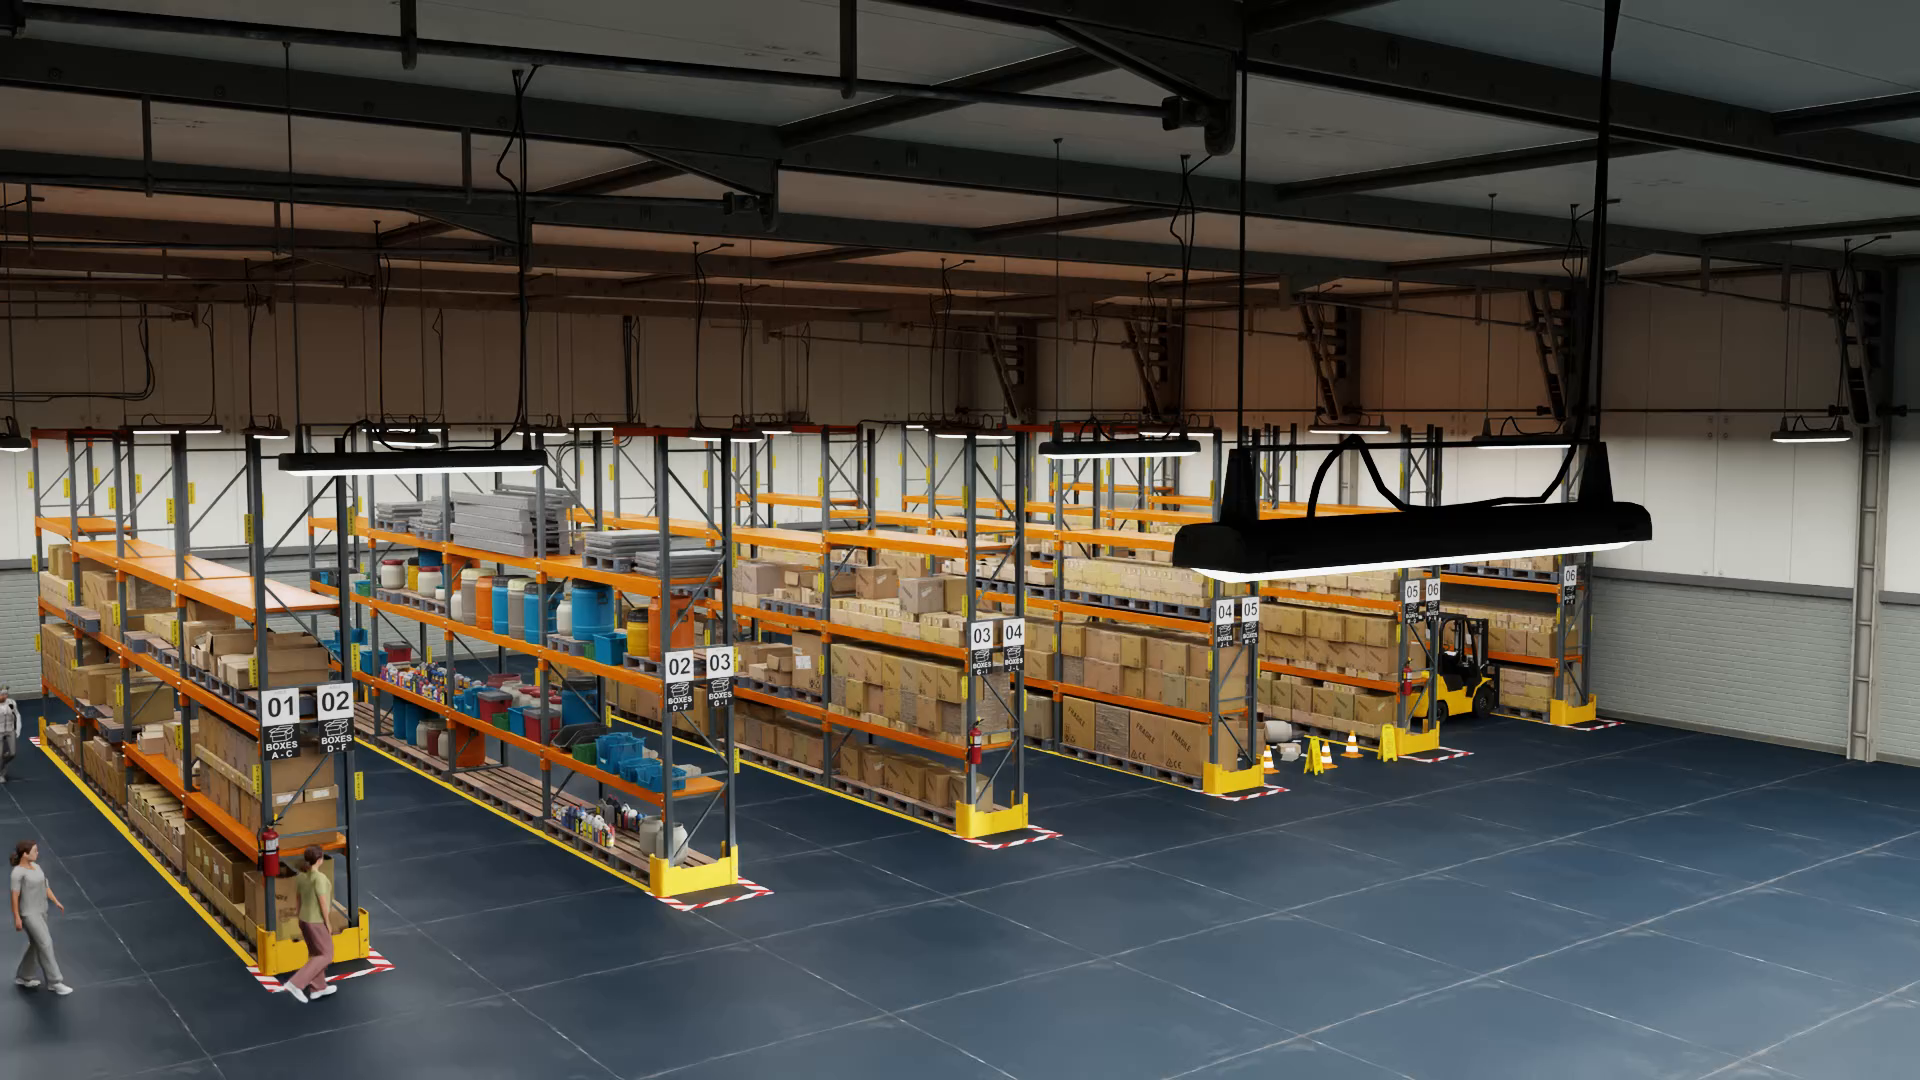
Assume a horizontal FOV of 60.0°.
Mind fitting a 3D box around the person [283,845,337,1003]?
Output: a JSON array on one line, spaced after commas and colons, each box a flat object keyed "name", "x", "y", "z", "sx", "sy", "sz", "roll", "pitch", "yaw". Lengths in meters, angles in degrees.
[{"name": "person", "x": -6.932, "y": 4.092, "z": 17.695, "sx": 0.469, "sy": 1.663, "sz": 0.679, "roll": 3, "pitch": 6, "yaw": 37}]

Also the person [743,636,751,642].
[{"name": "person", "x": -4.227, "y": 2.819, "z": 34.366, "sx": 0.717, "sy": 1.672, "sz": 0.516, "roll": 4, "pitch": 6, "yaw": 43}]

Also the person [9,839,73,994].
[{"name": "person", "x": -10.020, "y": 4.098, "z": 18.162, "sx": 0.780, "sy": 1.665, "sz": 0.474, "roll": 0, "pitch": 4, "yaw": 3}]

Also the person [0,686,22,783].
[{"name": "person", "x": -16.369, "y": 3.287, "z": 28.405, "sx": 0.534, "sy": 1.659, "sz": 0.583, "roll": 4, "pitch": 6, "yaw": 45}]

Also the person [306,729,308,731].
[{"name": "person", "x": -12.592, "y": 2.964, "z": 31.942, "sx": 0.766, "sy": 1.767, "sz": 0.600, "roll": 4, "pitch": 6, "yaw": 45}]
